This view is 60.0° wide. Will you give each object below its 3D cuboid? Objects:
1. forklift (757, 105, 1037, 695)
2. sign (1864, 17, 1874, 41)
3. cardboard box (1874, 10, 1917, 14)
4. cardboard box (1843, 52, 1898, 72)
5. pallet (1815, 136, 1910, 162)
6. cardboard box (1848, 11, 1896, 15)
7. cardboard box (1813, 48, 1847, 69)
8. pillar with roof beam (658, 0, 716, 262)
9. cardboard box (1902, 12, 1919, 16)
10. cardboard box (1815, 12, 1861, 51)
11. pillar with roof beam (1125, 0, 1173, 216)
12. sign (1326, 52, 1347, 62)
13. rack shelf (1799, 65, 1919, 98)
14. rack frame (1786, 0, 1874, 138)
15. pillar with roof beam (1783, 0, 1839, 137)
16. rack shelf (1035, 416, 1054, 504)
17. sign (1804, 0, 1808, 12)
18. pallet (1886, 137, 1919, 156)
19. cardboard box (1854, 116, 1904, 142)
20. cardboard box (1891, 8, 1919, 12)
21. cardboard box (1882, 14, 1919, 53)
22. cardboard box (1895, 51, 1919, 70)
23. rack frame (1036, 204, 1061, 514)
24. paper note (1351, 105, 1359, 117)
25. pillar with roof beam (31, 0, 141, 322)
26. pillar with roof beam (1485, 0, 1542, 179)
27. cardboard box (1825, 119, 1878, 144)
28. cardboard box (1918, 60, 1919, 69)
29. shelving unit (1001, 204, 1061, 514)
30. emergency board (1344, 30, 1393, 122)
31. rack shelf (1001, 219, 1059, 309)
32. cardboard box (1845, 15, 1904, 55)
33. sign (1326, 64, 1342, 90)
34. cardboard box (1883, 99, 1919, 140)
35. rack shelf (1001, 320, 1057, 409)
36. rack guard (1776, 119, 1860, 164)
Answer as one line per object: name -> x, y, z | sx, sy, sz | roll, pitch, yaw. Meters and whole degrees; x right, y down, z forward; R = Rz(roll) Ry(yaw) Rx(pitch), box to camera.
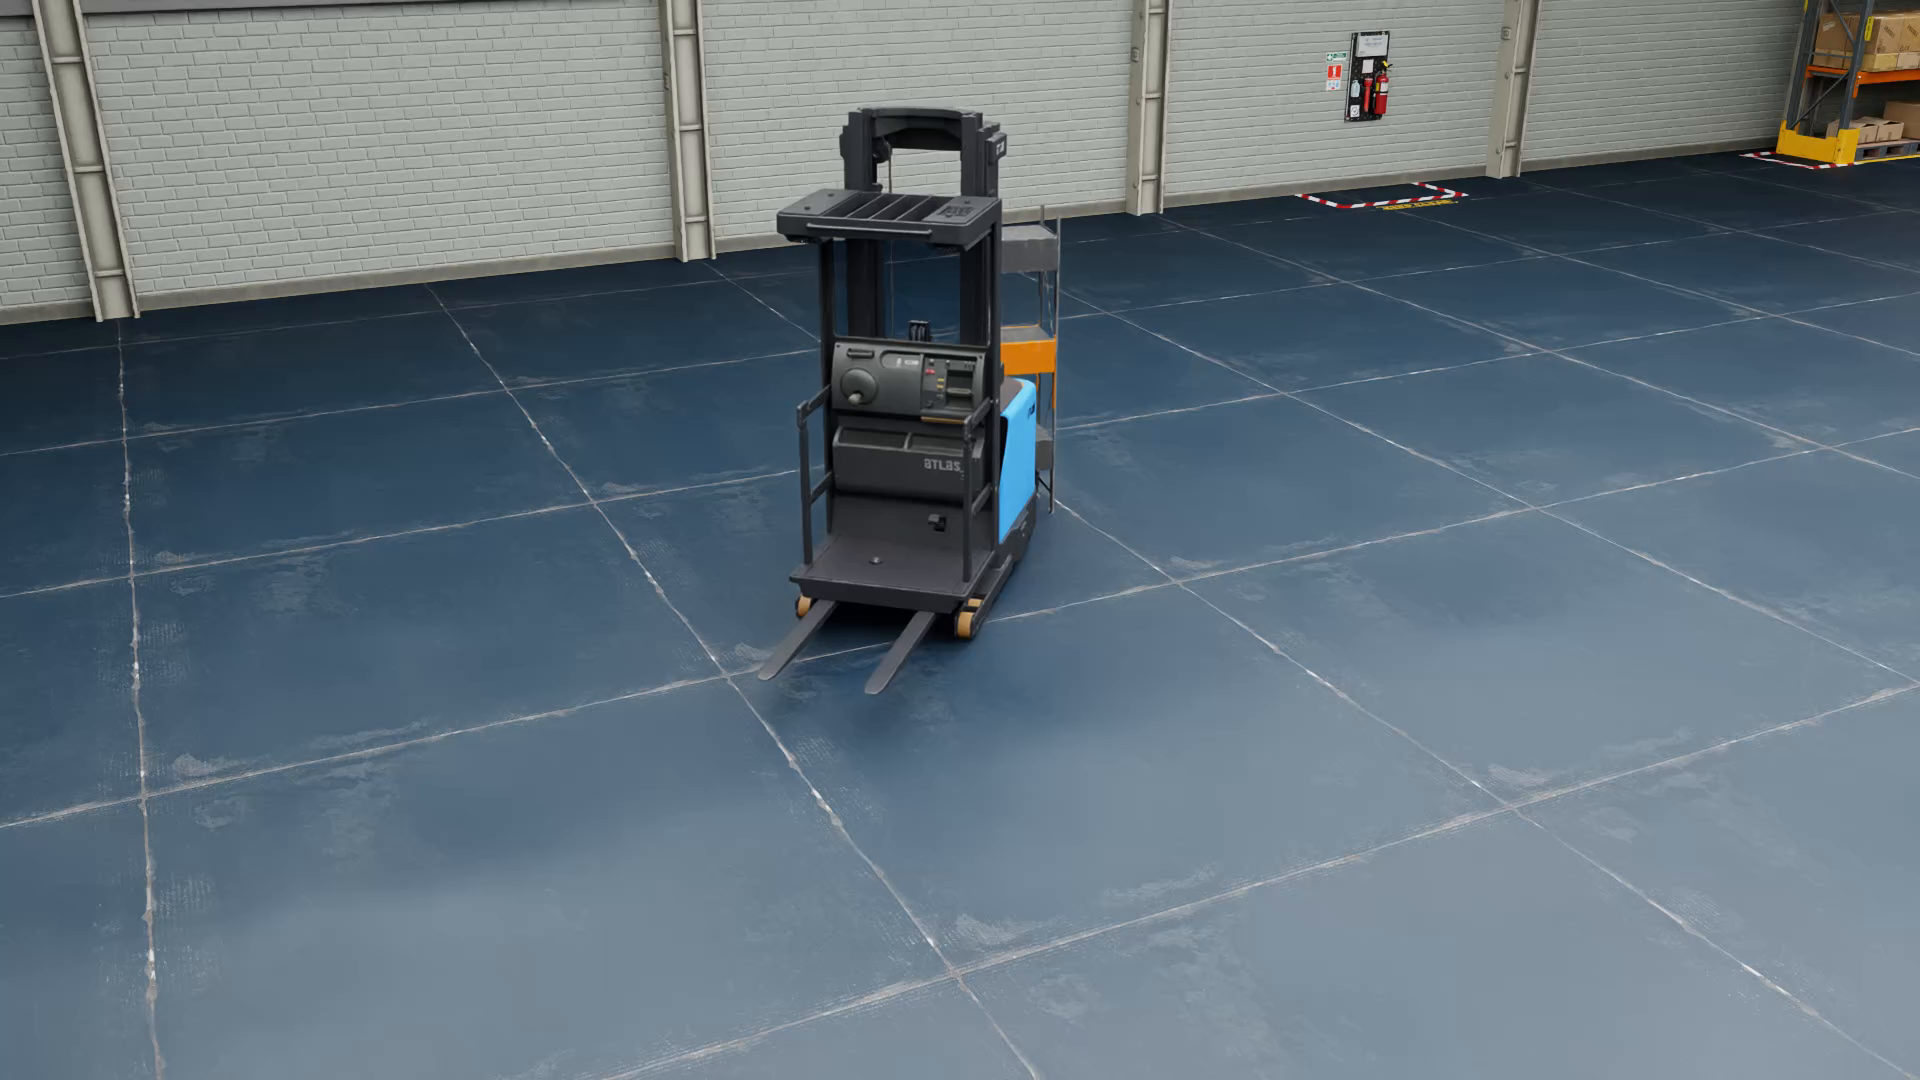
forklift -> -0.364, -0.931, 9.667 | 1.130, 2.935, 3.031 | 6, 23, 14
sign -> 13.168, -7.409, 24.095 | 0.005, 0.325, 0.100 | -10, 25, -24
cardboard box -> 14.187, -7.801, 25.364 | 0.500, 0.500, 0.500 | -11, 25, -25
cardboard box -> 13.510, -7.108, 24.669 | 0.500, 0.250, 0.500 | -11, 25, -25
pallet -> 13.748, -6.043, 25.572 | 1.213, 0.211, 1.003 | -10, 25, -24
cardboard box -> 13.723, -7.714, 25.153 | 0.500, 0.500, 0.500 | -10, 25, -23
cardboard box -> 13.269, -7.280, 25.086 | 0.500, 0.250, 0.500 | -10, 25, -23
pillar with roof beam -> -1.164, -5.913, 13.769 | 0.400, 9.000, 9.100 | -10, 25, -24
cardboard box -> 14.411, -7.620, 24.927 | 0.500, 0.500, 0.500 | -11, 25, -25
cardboard box -> 13.265, -7.634, 24.960 | 0.500, 0.500, 0.500 | -11, 25, -24
pillar with roof beam -> 4.242, -6.908, 16.173 | 0.400, 9.000, 9.100 | -10, 25, -24
sign -> 5.003, -6.421, 22.101 | 0.331, 0.109, 0.001 | -10, 25, -24
rack shelf -> 14.734, -7.195, 25.652 | 4.000, 0.370, 1.077 | -10, 25, -24
rack frame -> 12.932, -7.196, 24.713 | 0.127, 3.000, 1.000 | -10, 25, -24
pillar with roof beam -> 15.055, -8.899, 20.982 | 0.400, 9.000, 9.100 | -10, 25, -24
rack shelf -> 0.367, -0.545, 11.687 | 0.480, 0.518, 0.431 | -6, 23, -13
sign -> 12.710, -8.072, 24.901 | 0.005, 0.325, 0.100 | -10, 25, -24
pallet -> 14.846, -6.244, 26.058 | 1.213, 0.211, 1.003 | -10, 25, -24
cardboard box -> 14.108, -6.335, 25.573 | 0.500, 0.311, 0.500 | -8, 24, -19
cardboard box -> 14.640, -7.885, 25.566 | 0.500, 0.500, 0.500 | -10, 25, -23
cardboard box -> 13.942, -7.537, 24.725 | 0.500, 0.500, 0.500 | -10, 25, -23
cardboard box -> 13.971, -7.199, 24.889 | 0.500, 0.250, 0.500 | -11, 25, -25
rack frame -> 0.604, -1.227, 11.470 | 0.015, 2.100, 0.400 | -6, 23, -13
paper note -> 5.349, -5.806, 22.505 | 0.142, 0.148, 0.016 | -10, 25, -24
pillar with roof beam -> -6.570, -4.918, 11.364 | 0.400, 9.000, 9.100 | -10, 25, -24
pillar with roof beam -> 9.649, -7.903, 18.577 | 0.400, 9.000, 9.100 | -10, 25, -24
cardboard box -> 13.595, -6.241, 25.345 | 0.500, 0.311, 0.500 | -14, 26, -30
cardboard box -> 14.433, -7.281, 25.088 | 0.500, 0.250, 0.500 | -11, 25, -24
shelving unit -> 0.367, -1.204, 11.414 | 0.503, 2.100, 0.431 | -6, 23, -13
emergency board -> 5.538, -6.218, 22.350 | 0.643, 1.169, 0.194 | -10, 25, -24
rack shelf -> 0.367, -1.839, 11.152 | 0.480, 0.518, 0.431 | -6, 23, -13
cardboard box -> 13.493, -7.458, 24.535 | 0.500, 0.500, 0.500 | -10, 25, -24
sign -> 4.995, -6.179, 22.208 | 0.234, 0.329, 0.001 | -10, 25, -24
cardboard box -> 14.791, -6.527, 25.790 | 0.500, 0.500, 0.700 | -12, 25, -27
rack shelf -> 0.367, -1.192, 11.419 | 0.480, 0.518, 0.431 | -6, 23, -13
rack guard -> 13.001, -6.054, 25.221 | 0.348, 0.500, 1.175 | -10, 25, -24
